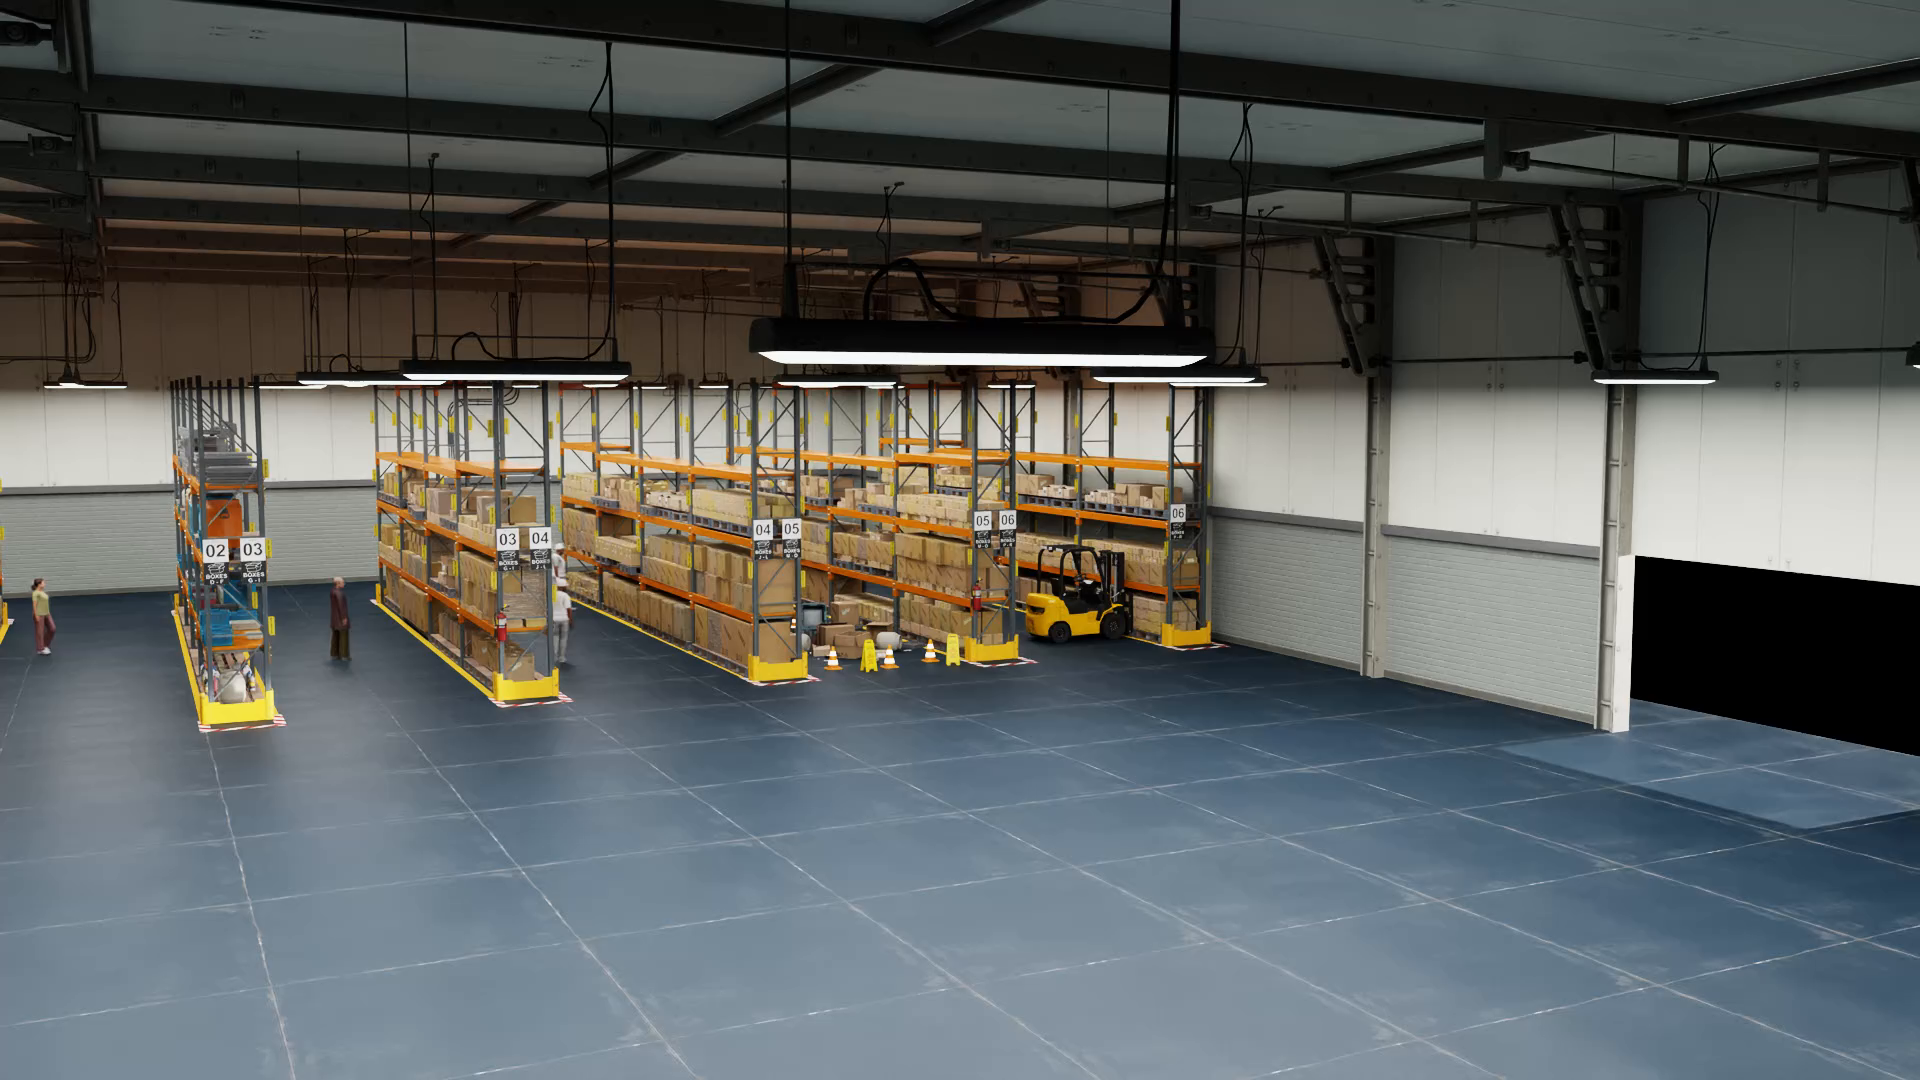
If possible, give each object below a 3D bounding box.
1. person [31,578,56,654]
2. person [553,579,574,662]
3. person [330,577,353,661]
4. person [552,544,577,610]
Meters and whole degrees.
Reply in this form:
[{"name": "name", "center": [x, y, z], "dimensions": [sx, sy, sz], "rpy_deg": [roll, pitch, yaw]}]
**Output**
[{"name": "person", "center": [-20.133, 1.655, 36.451], "dimensions": [0.446, 1.671, 0.515], "rpy_deg": [1, 5, 10]}, {"name": "person", "center": [-8.445, 1.705, 35.191], "dimensions": [0.587, 1.772, 0.446], "rpy_deg": [1, 5, 6]}, {"name": "person", "center": [-13.231, 1.676, 35.525], "dimensions": [0.599, 1.788, 0.417], "rpy_deg": [4, 6, 38]}, {"name": "person", "center": [-10.385, 0.982, 43.398], "dimensions": [0.583, 1.784, 0.593], "rpy_deg": [2, 5, 17]}]
